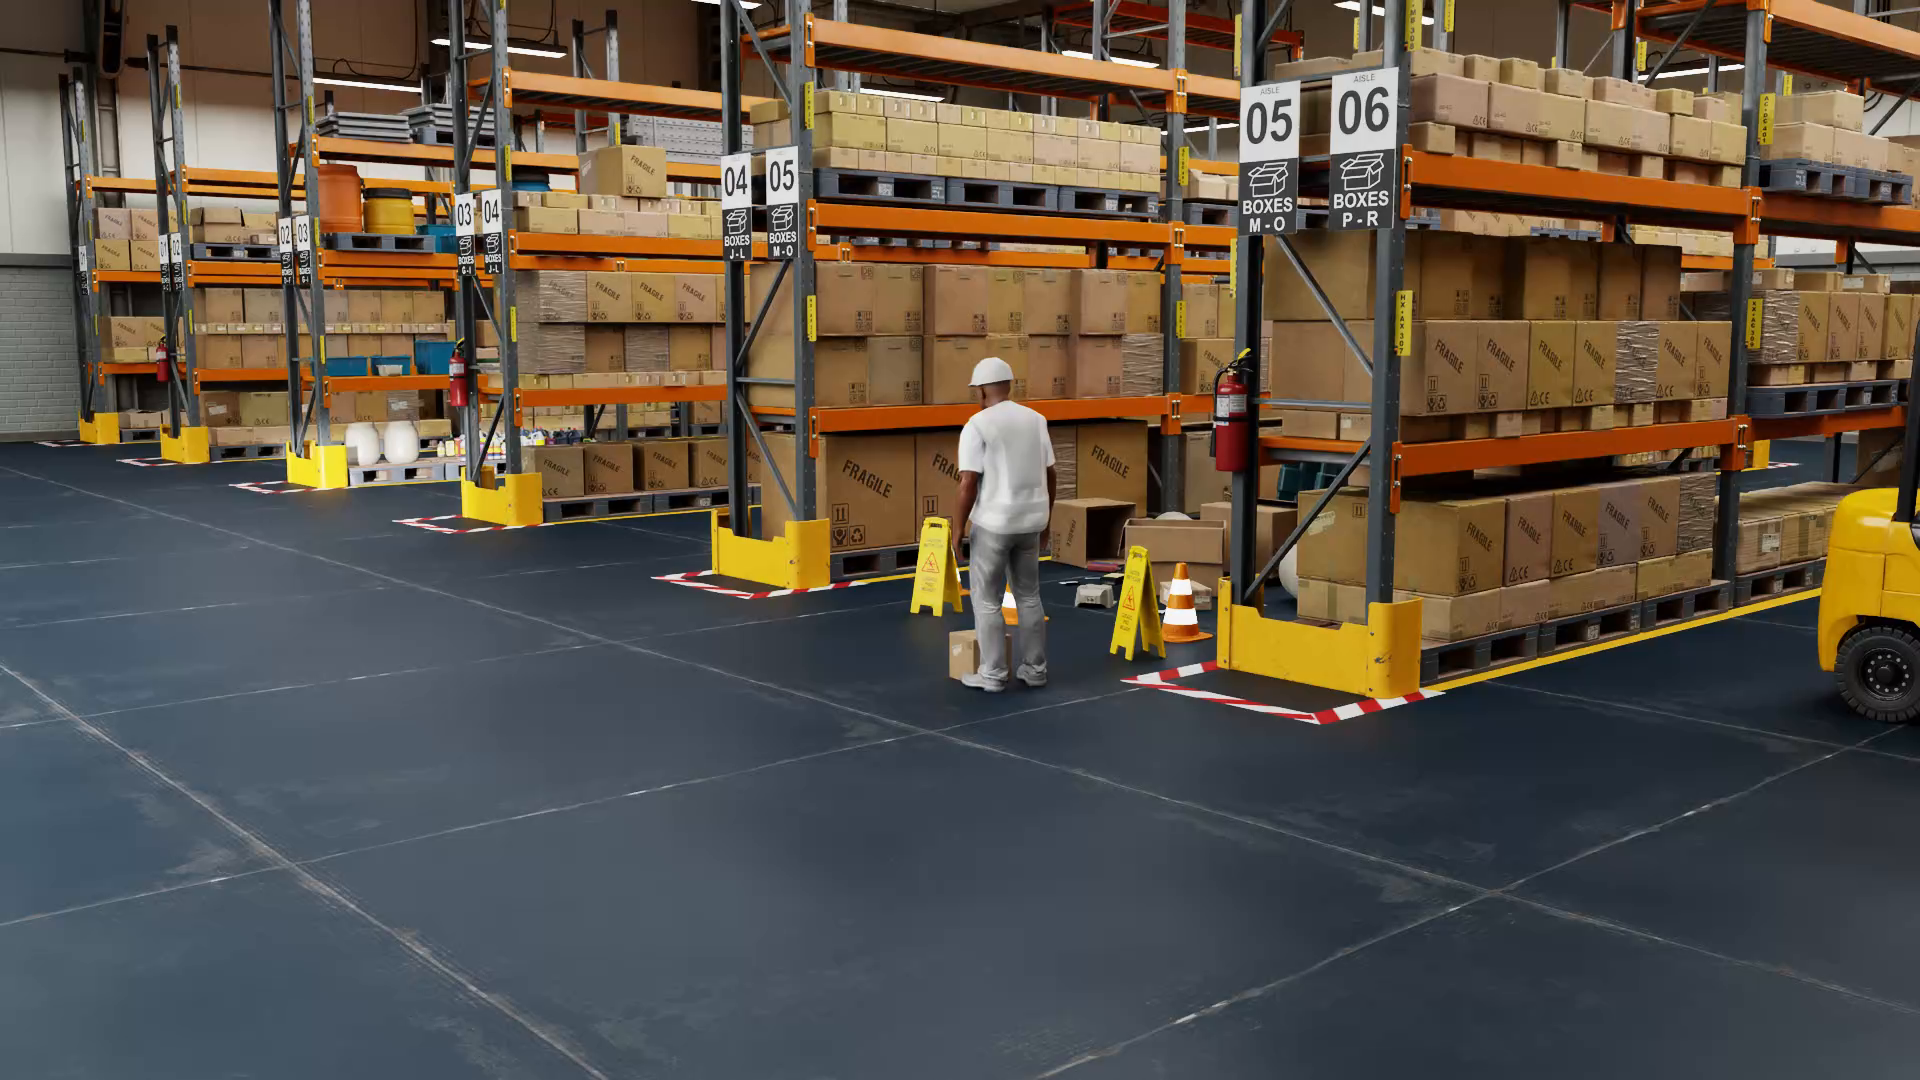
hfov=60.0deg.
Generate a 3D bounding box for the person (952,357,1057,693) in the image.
[{"bbox_3d":[0.228,-0.086,8.820,0.629,1.759,0.460,-5,9,-33],"label":"person"}]
